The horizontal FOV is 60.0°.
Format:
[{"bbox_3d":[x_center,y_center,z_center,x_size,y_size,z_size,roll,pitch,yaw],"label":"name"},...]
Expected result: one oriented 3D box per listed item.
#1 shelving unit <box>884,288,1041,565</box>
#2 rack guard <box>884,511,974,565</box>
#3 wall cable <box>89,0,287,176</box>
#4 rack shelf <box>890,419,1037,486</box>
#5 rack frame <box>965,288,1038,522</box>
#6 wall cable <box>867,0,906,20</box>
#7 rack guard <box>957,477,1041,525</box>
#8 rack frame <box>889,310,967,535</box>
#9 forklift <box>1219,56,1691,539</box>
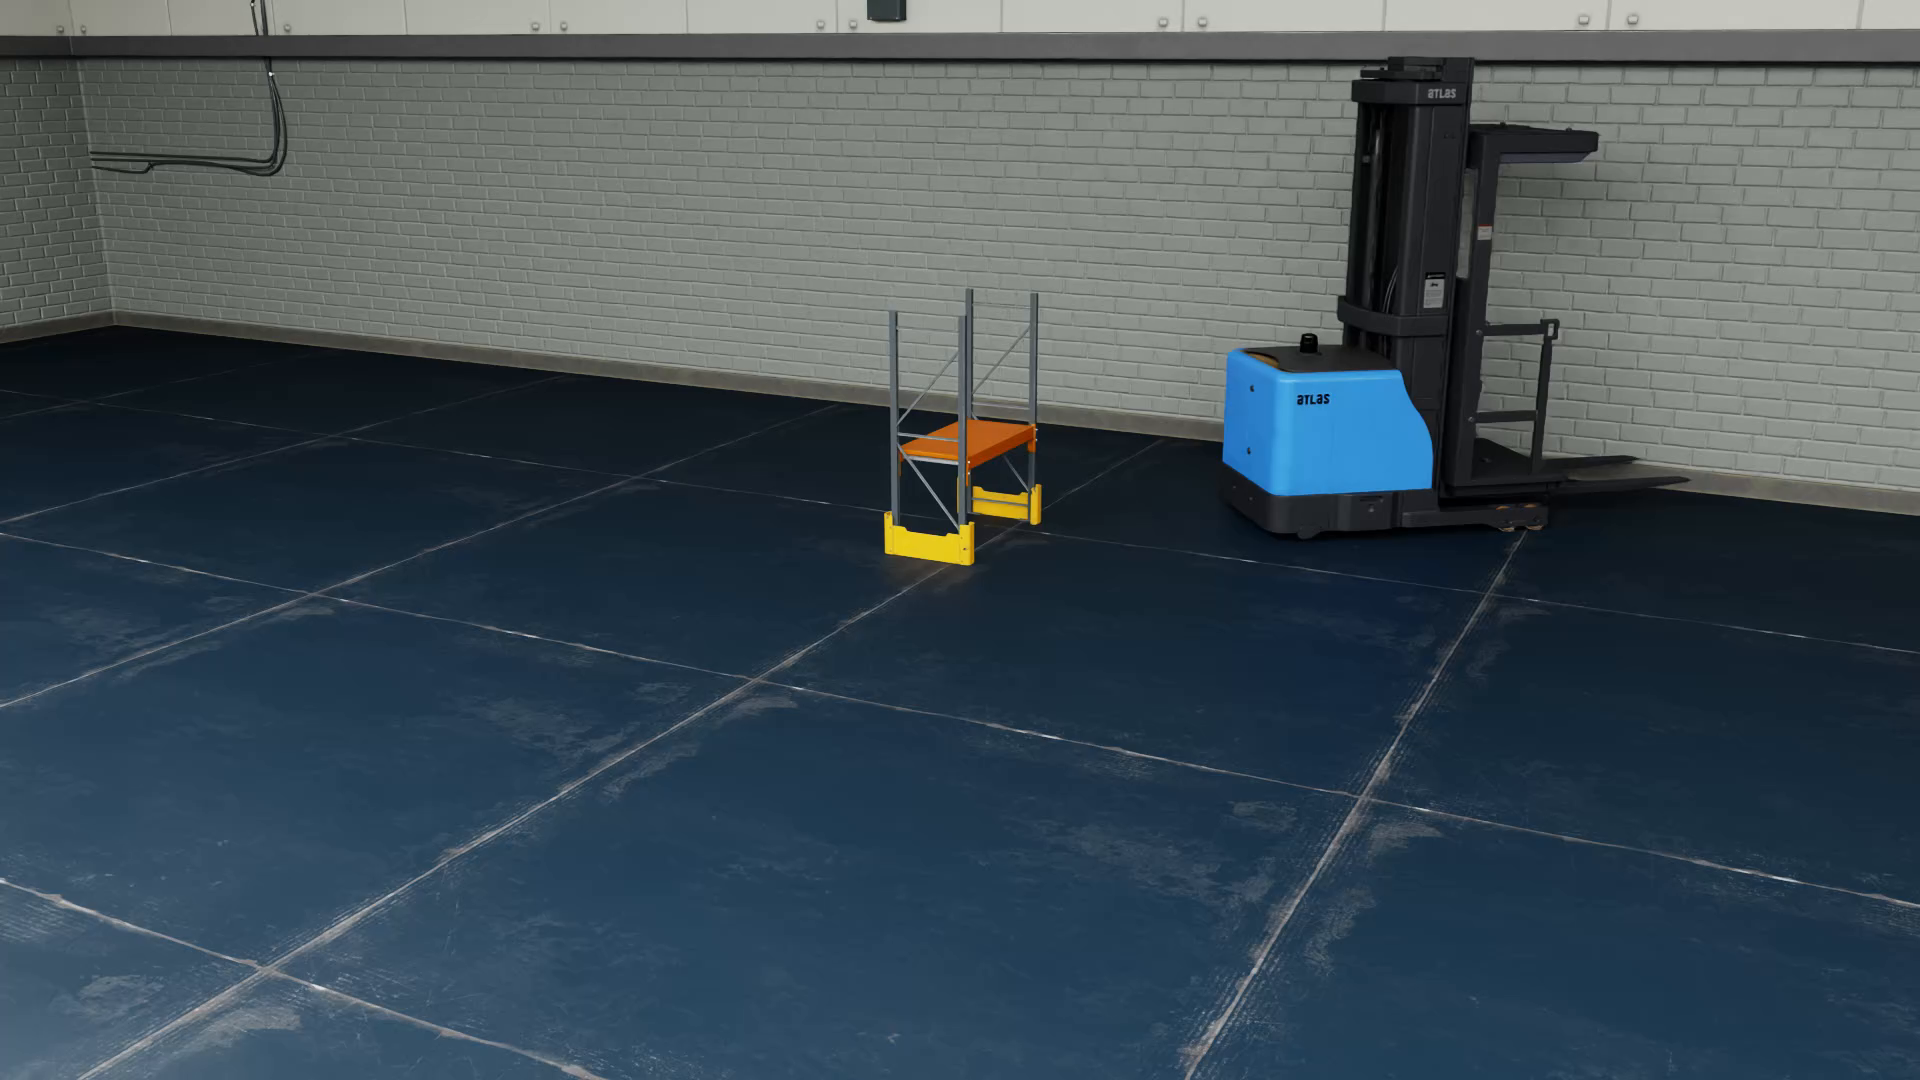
[{"bbox_3d":[0.034,-0.738,10.376,0.587,1.500,1.083,8,18,25],"label":"shelving unit"},{"bbox_3d":[-0.188,-0.012,10.127,0.587,0.250,0.087,8,18,25],"label":"rack guard"},{"bbox_3d":[-8.191,-5.048,17.171,3.097,2.526,0.112,8,18,25],"label":"wall cable"},{"bbox_3d":[0.038,-0.568,10.435,0.538,0.185,1.000,8,18,25],"label":"rack shelf"},{"bbox_3d":[0.265,-0.870,10.820,0.500,1.500,0.032,8,18,25],"label":"rack frame"},{"bbox_3d":[0.295,-6.955,12.164,2.305,6.003,0.169,8,18,25],"label":"wall cable"},{"bbox_3d":[0.257,-0.266,10.981,0.587,0.250,0.087,8,18,25],"label":"rack guard"},{"bbox_3d":[-0.189,-0.611,9.948,0.500,1.500,0.032,8,18,25],"label":"rack frame"},{"bbox_3d":[3.327,-1.601,10.766,3.031,2.935,1.130,-3,17,-11],"label":"forklift"}]
